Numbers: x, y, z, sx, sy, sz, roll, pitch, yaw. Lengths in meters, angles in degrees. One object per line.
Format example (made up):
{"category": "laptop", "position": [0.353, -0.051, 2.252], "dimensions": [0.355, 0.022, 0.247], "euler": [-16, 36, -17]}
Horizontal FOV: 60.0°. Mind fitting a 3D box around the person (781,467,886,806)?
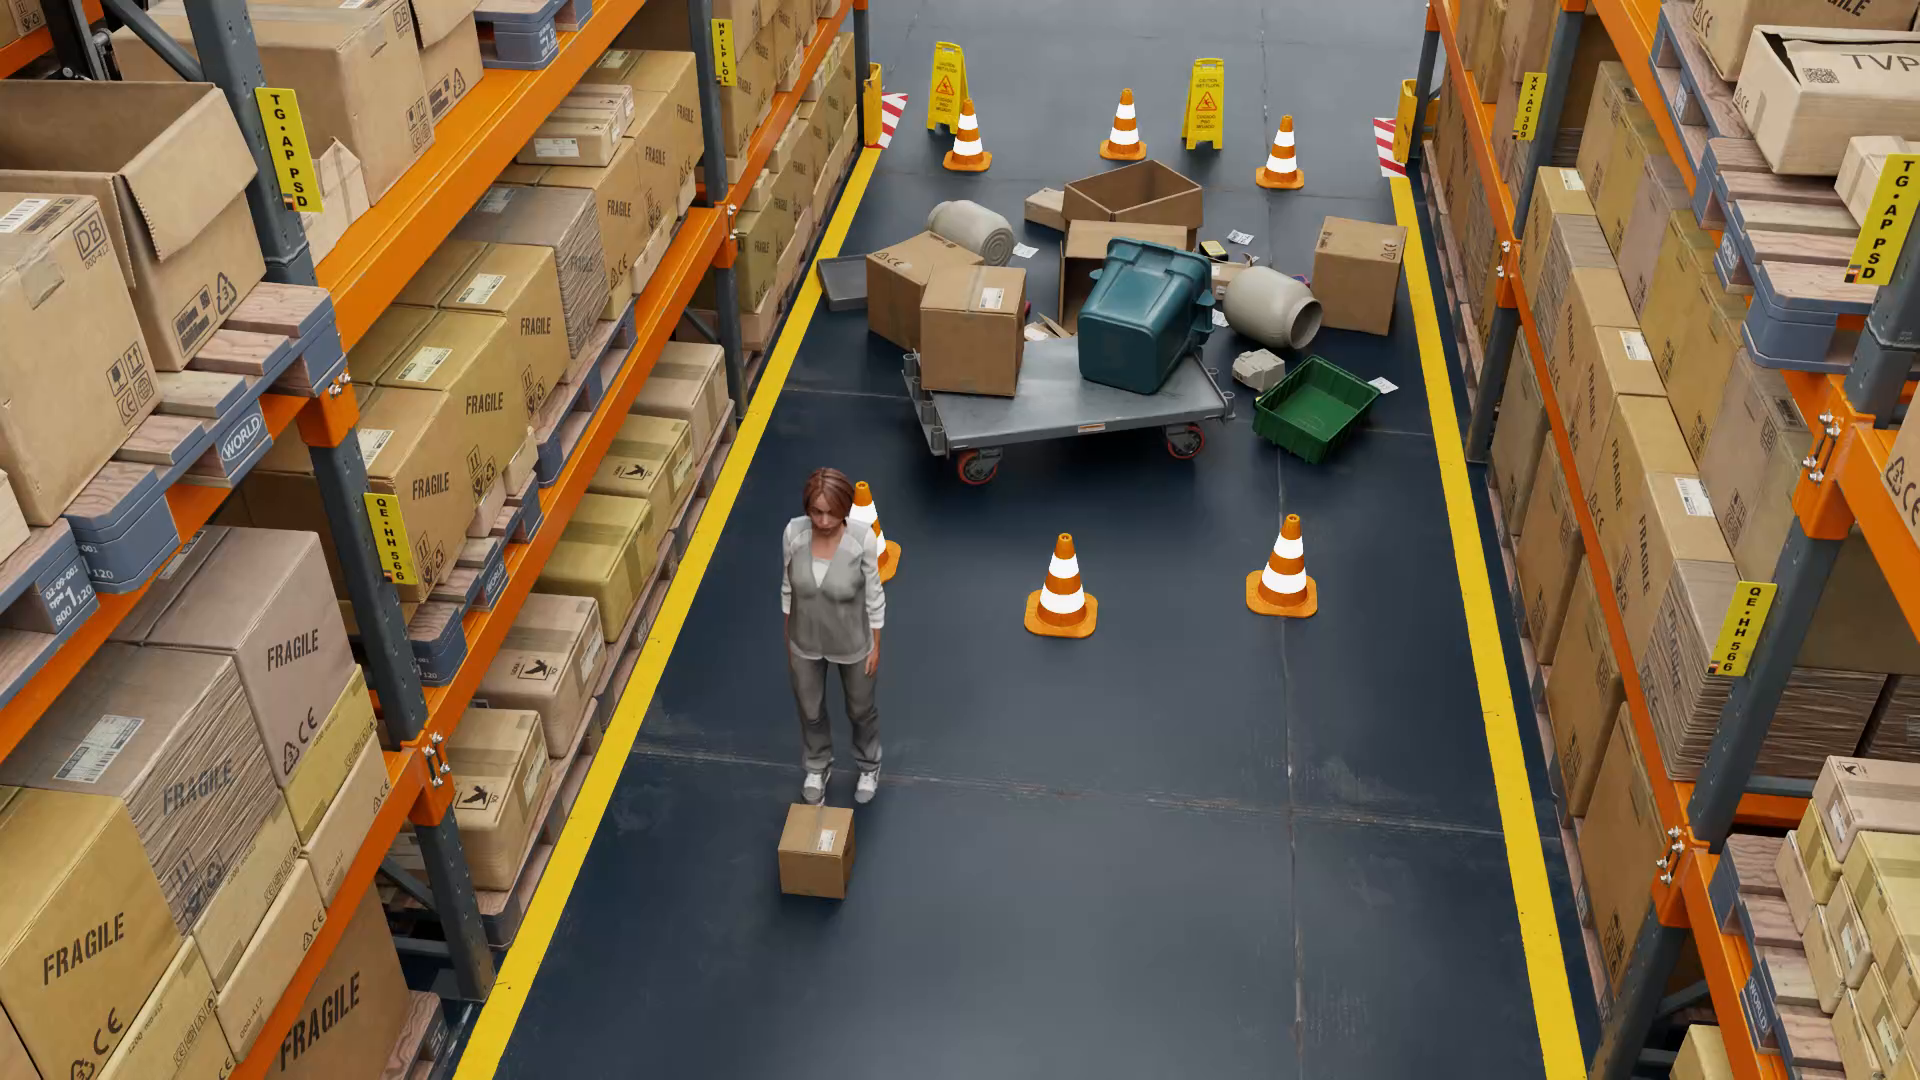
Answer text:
{"category": "person", "position": [-0.488, 0.415, 6.518], "dimensions": [0.407, 1.634, 0.341], "euler": [5, 37, 7]}
